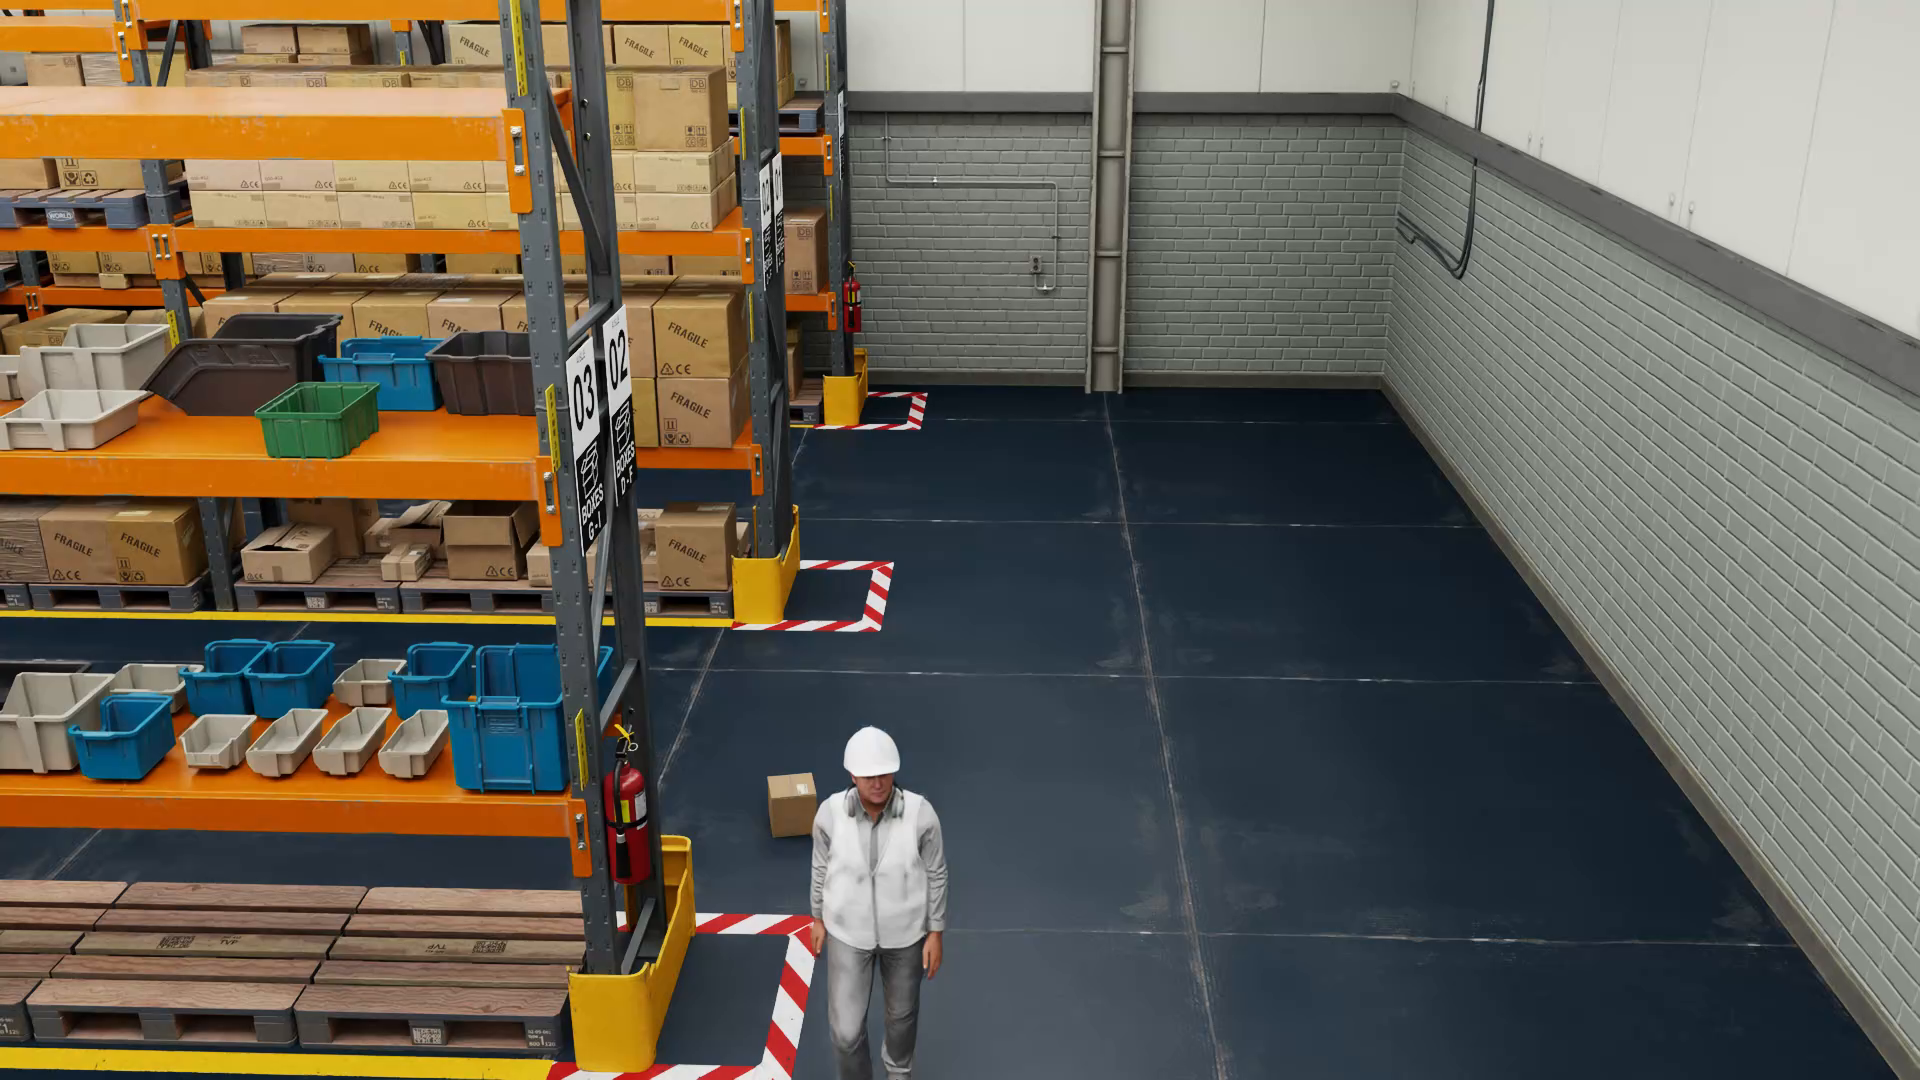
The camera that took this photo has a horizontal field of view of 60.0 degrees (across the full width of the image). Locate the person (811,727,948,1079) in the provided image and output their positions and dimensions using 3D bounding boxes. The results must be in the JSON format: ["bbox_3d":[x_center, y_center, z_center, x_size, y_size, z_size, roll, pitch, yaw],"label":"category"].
[{"bbox_3d":[-0.329,1.617,6.777,0.566,1.831,0.534,-1,21,-3],"label":"person"}]
